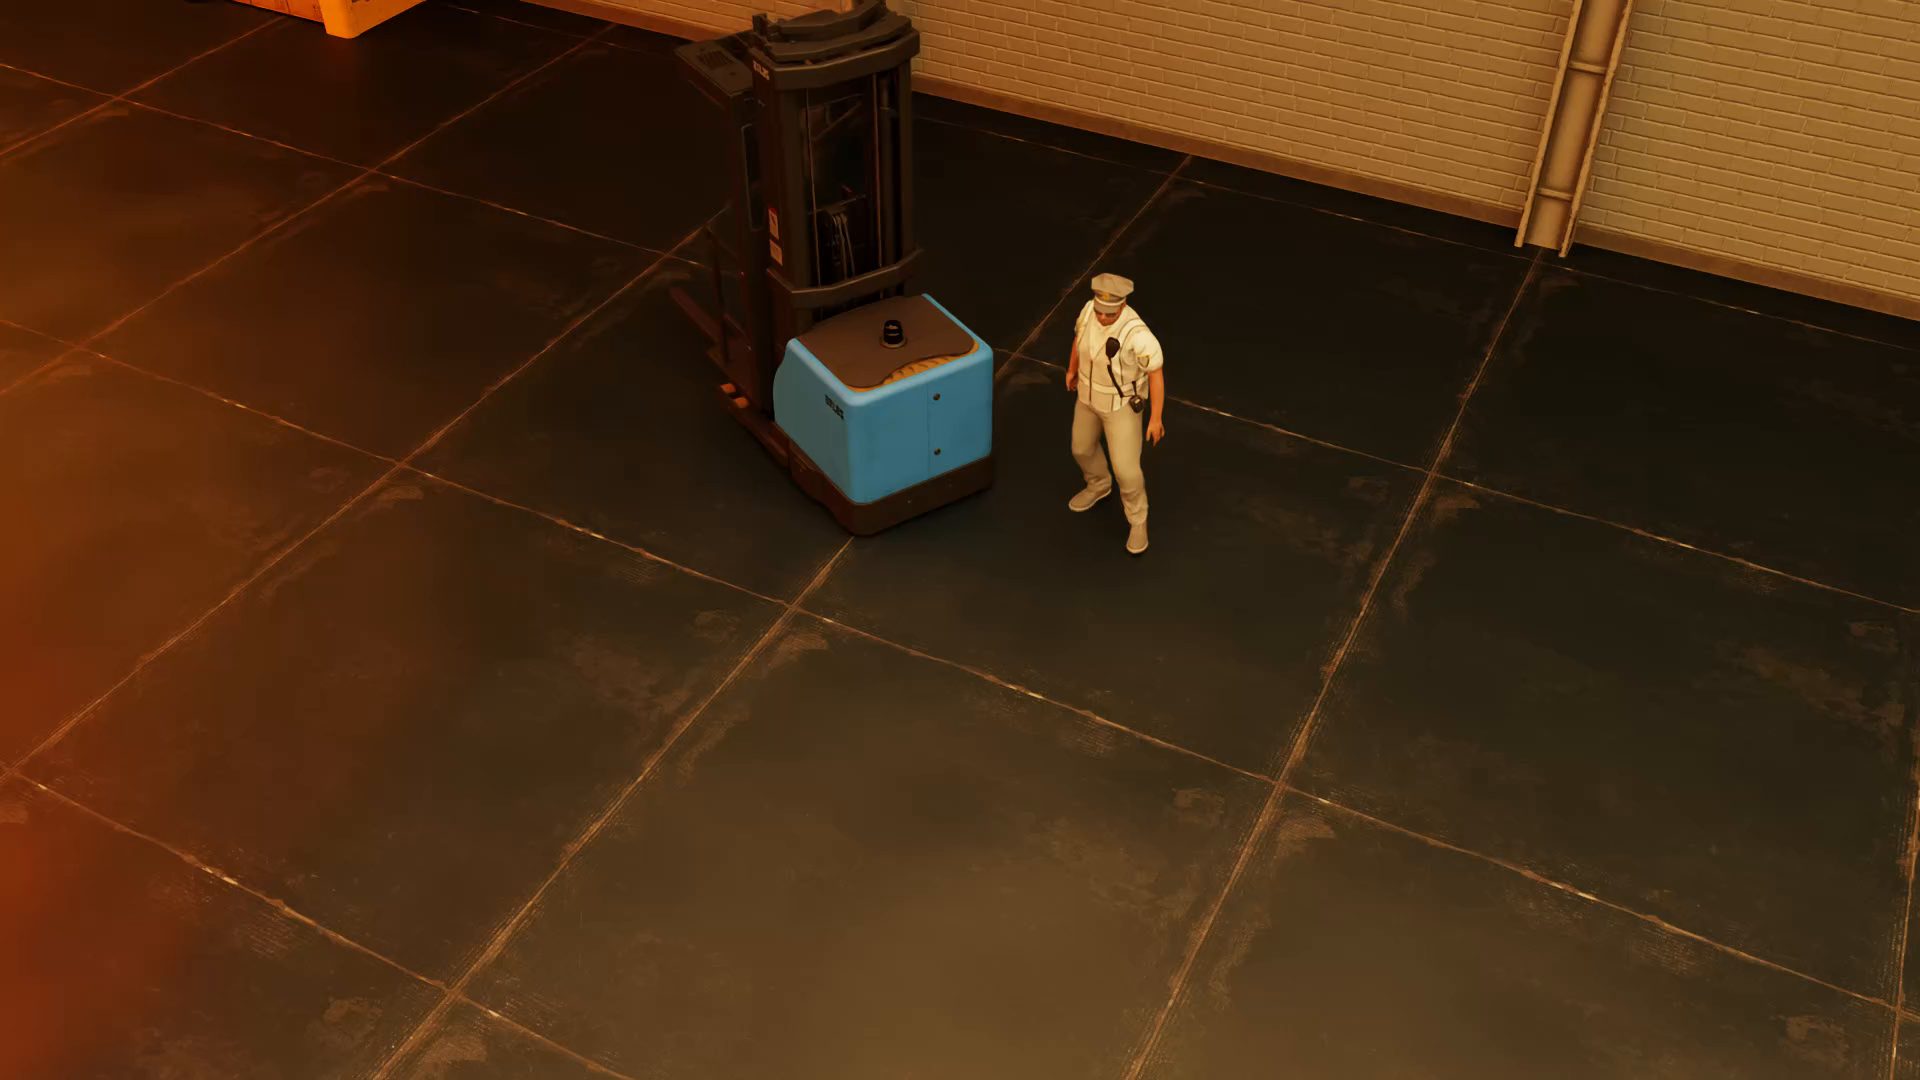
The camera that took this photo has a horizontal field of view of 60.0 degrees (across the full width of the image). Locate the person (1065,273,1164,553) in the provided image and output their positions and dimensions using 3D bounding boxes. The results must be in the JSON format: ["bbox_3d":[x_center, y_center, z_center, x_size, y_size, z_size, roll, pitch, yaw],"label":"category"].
[{"bbox_3d":[0.916,-0.833,9.920,0.851,1.723,0.420,32,50,32],"label":"person"}]

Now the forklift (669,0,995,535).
[{"bbox_3d":[-1.008,-2.069,10.444,1.130,2.935,3.031,-23,45,-25],"label":"forklift"}]
